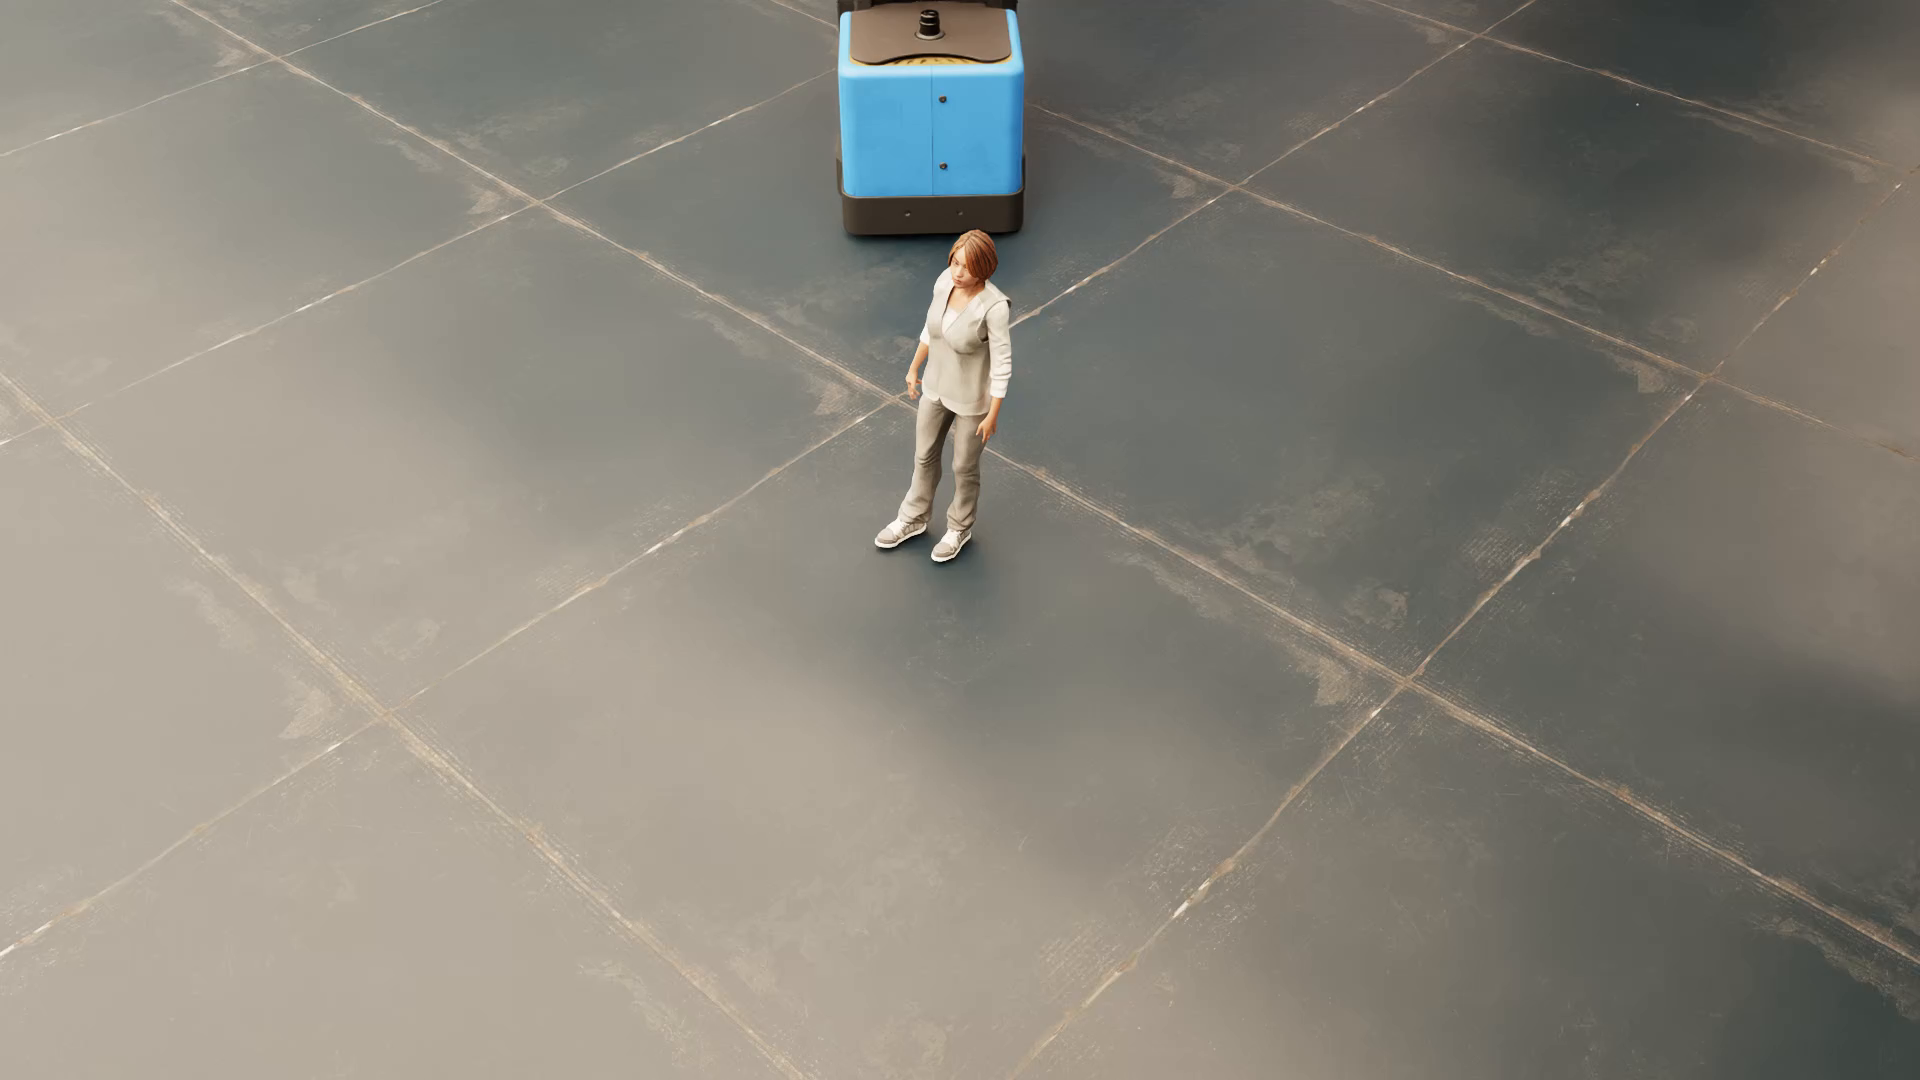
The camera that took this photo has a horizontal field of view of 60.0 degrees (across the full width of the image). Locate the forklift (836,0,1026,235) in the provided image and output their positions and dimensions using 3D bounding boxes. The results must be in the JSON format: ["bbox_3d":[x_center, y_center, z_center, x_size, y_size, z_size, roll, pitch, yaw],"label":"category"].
[{"bbox_3d":[-0.209,-3.819,9.880,1.130,2.935,3.031,-1,41,-2],"label":"forklift"}]

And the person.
[{"bbox_3d":[-0.061,-0.582,7.120,0.520,1.599,0.473,31,49,31],"label":"person"}]
